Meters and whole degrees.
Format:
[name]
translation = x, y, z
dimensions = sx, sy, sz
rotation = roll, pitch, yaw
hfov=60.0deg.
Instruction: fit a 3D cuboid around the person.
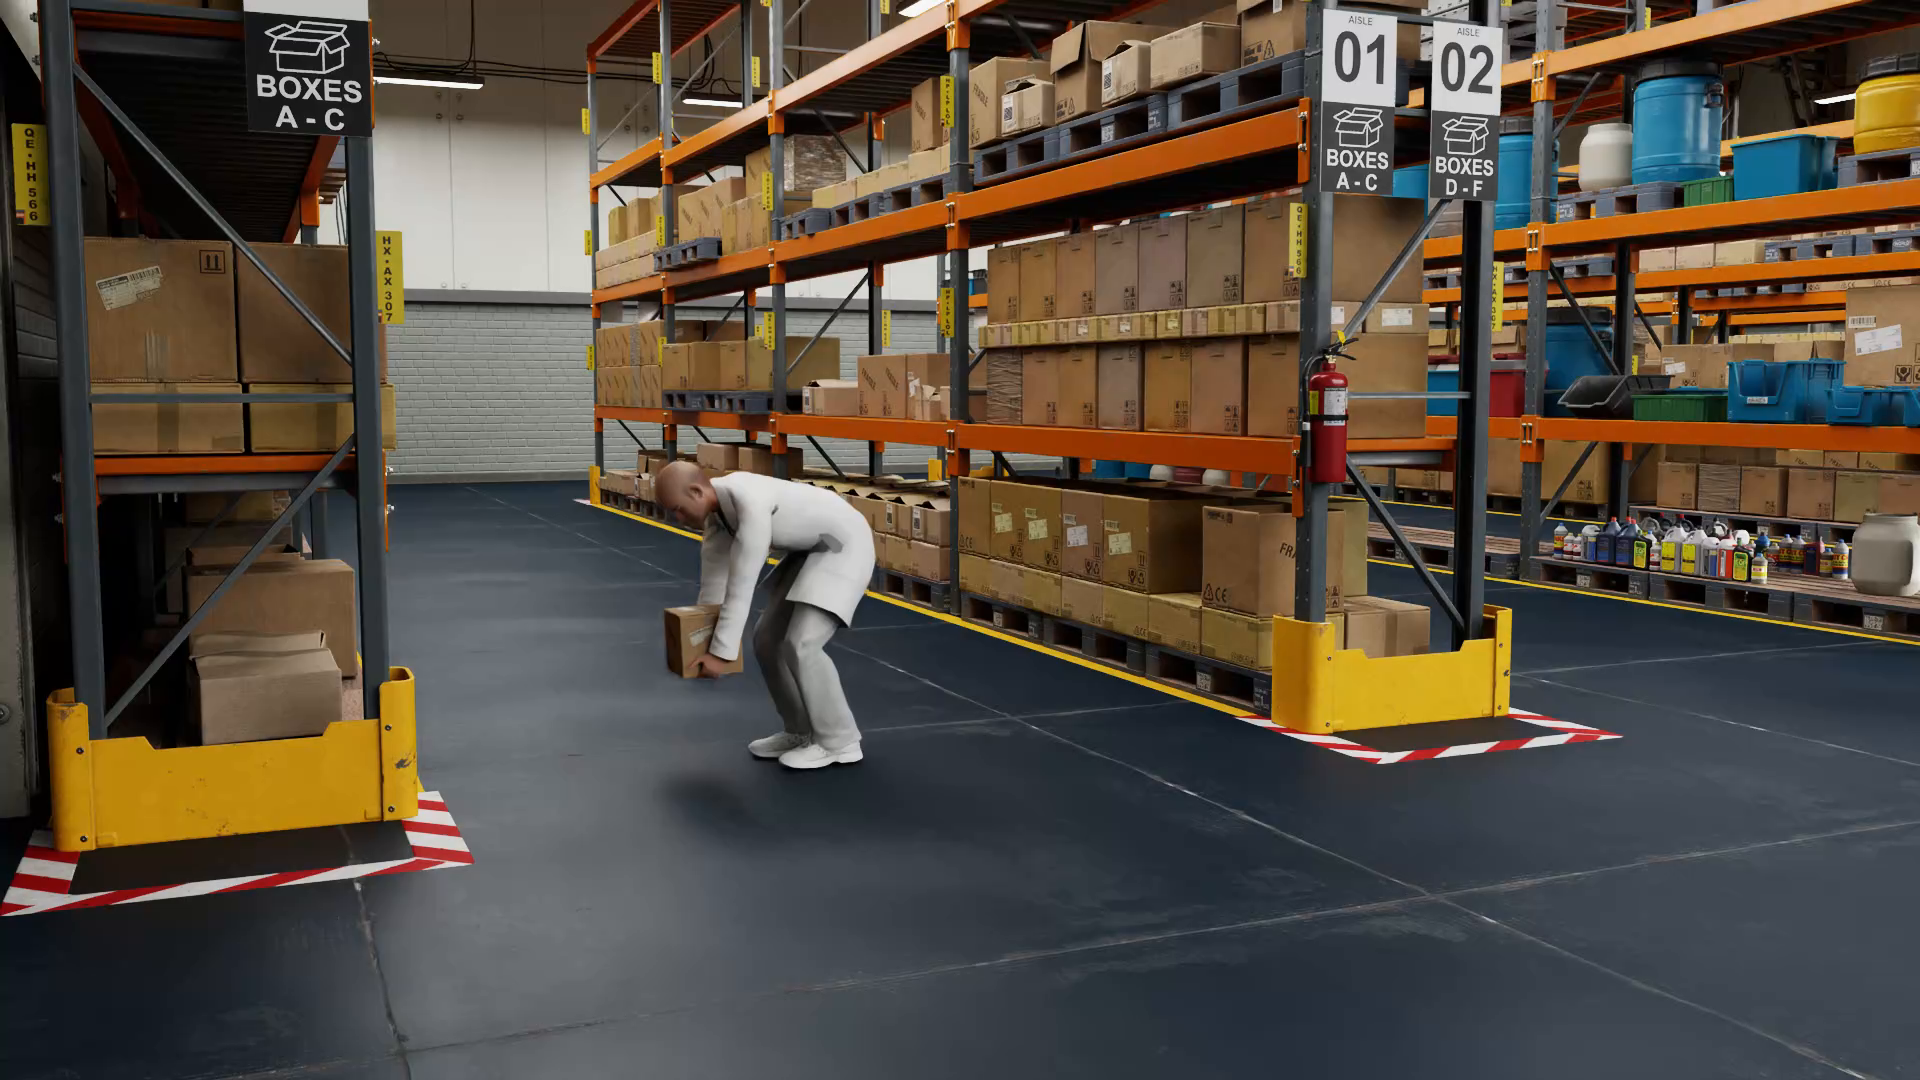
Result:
[person]
translation = -0.789, 0.306, 6.807
dimensions = 0.917, 1.239, 0.569
rotation = -3, 6, -26
